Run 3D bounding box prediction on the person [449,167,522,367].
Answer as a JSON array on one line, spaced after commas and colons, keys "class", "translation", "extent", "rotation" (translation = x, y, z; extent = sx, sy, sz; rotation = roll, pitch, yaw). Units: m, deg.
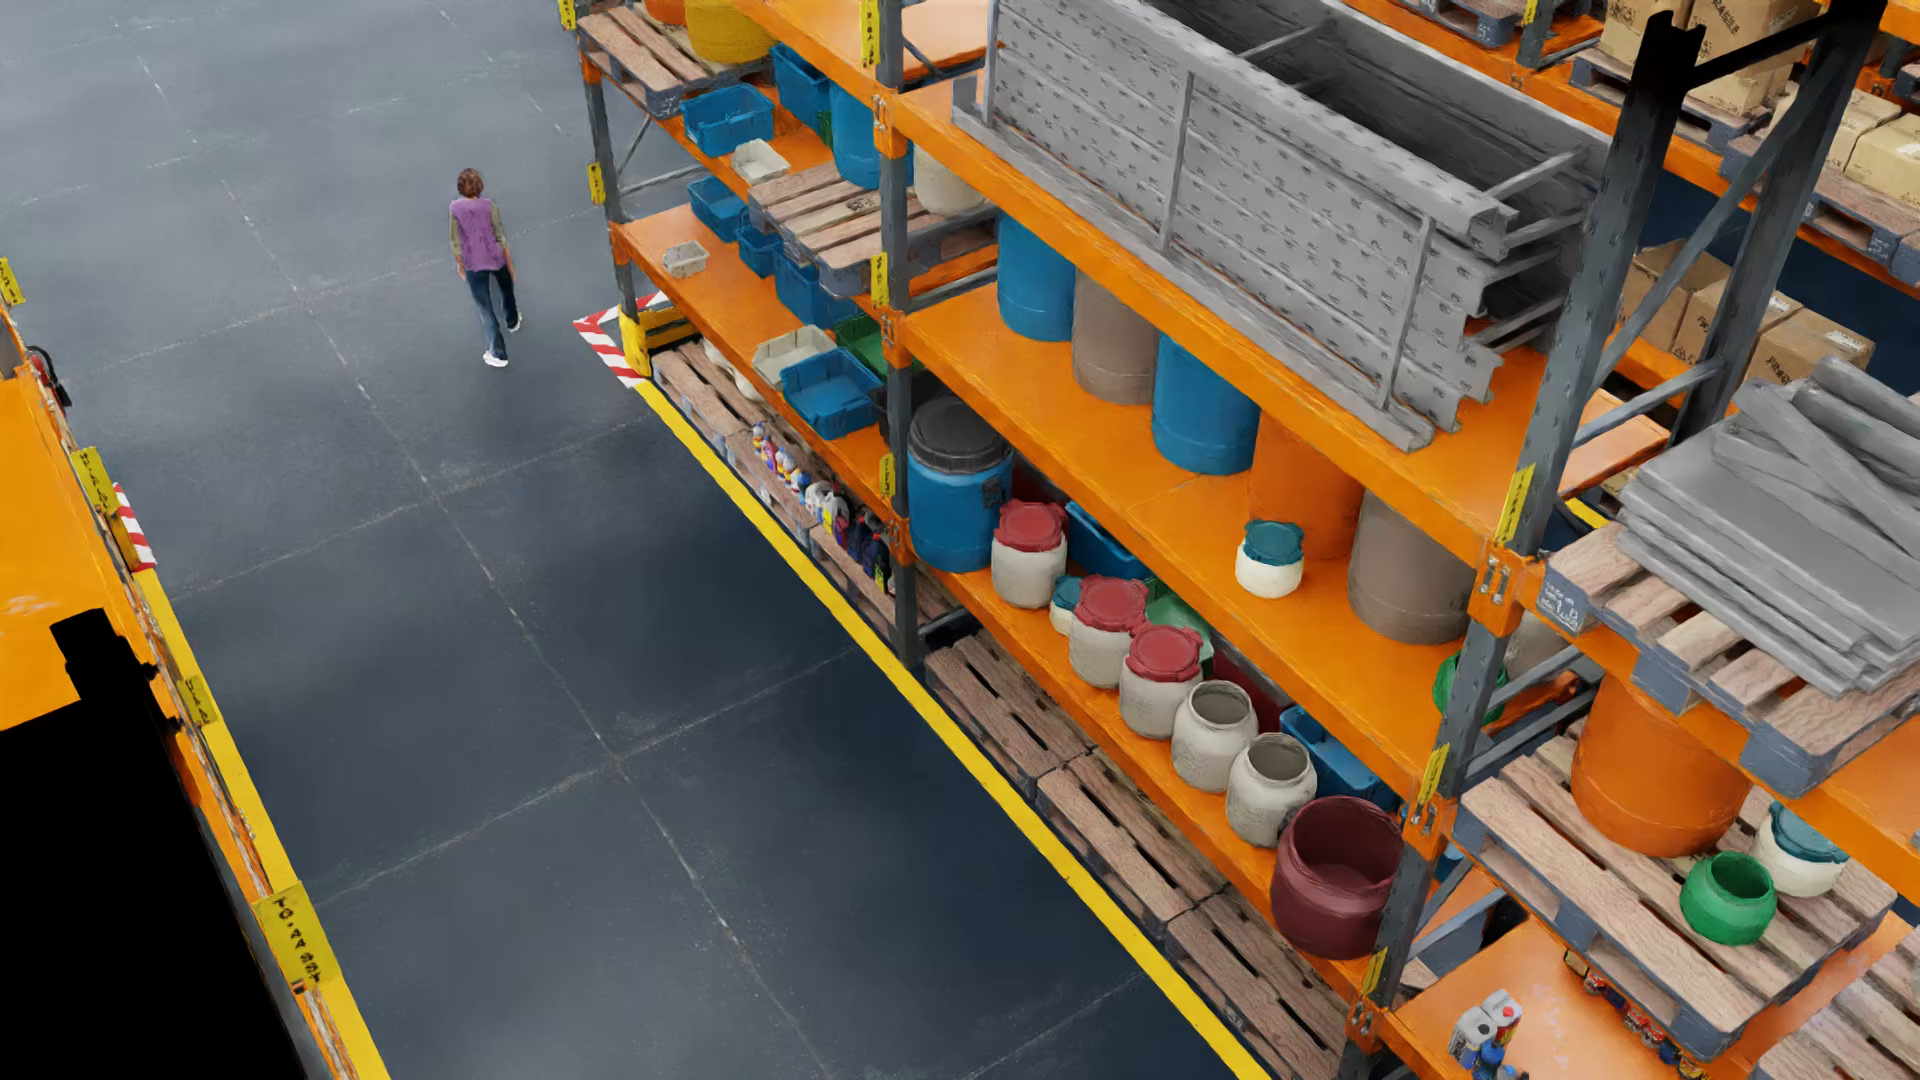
[{"class": "person", "translation": [-3.699, -2.145, 12.934], "extent": [0.440, 1.542, 0.848], "rotation": [-11, 44, -12]}]
